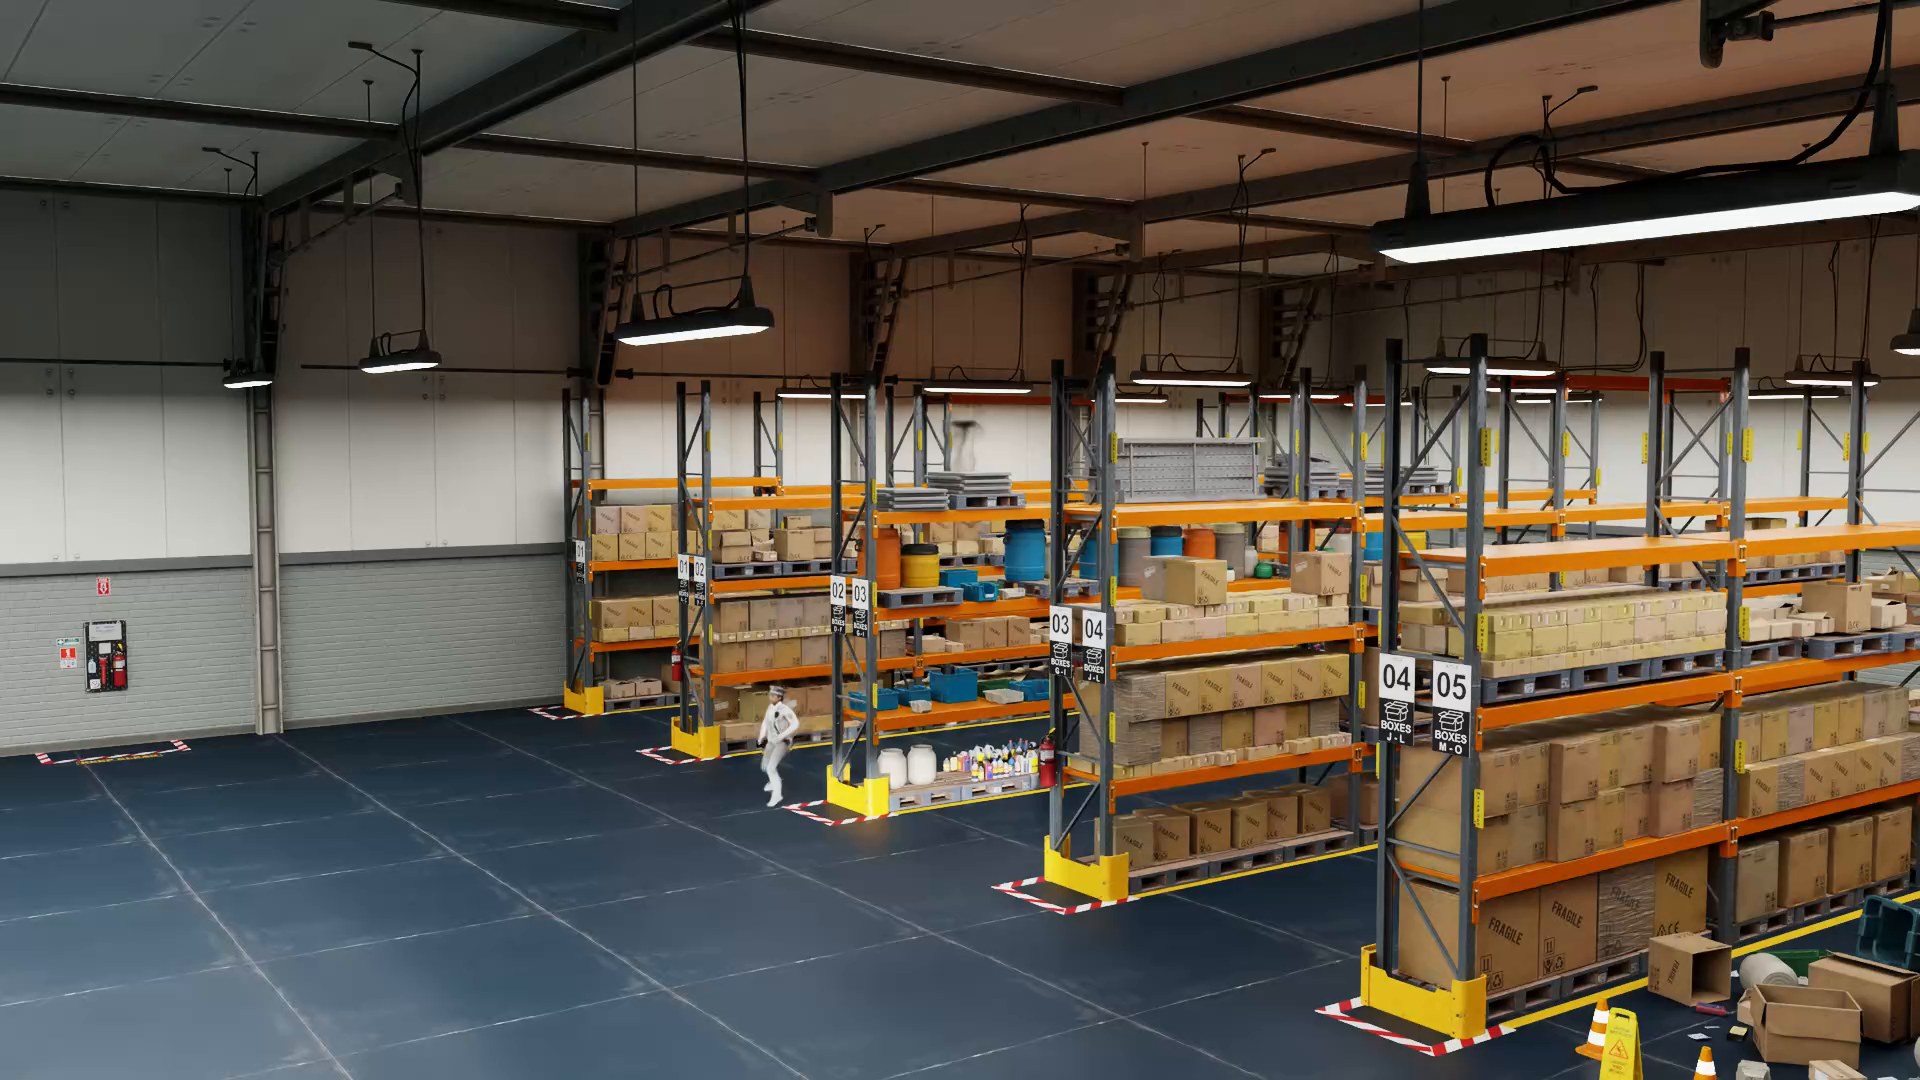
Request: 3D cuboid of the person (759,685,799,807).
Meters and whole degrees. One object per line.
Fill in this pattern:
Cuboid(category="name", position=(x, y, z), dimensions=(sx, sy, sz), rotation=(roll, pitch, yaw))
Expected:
Cuboid(category="person", position=(-2.593, 2.862, 23.352), dimensions=(0.831, 1.687, 0.642), rotation=(3, 5, 41))
